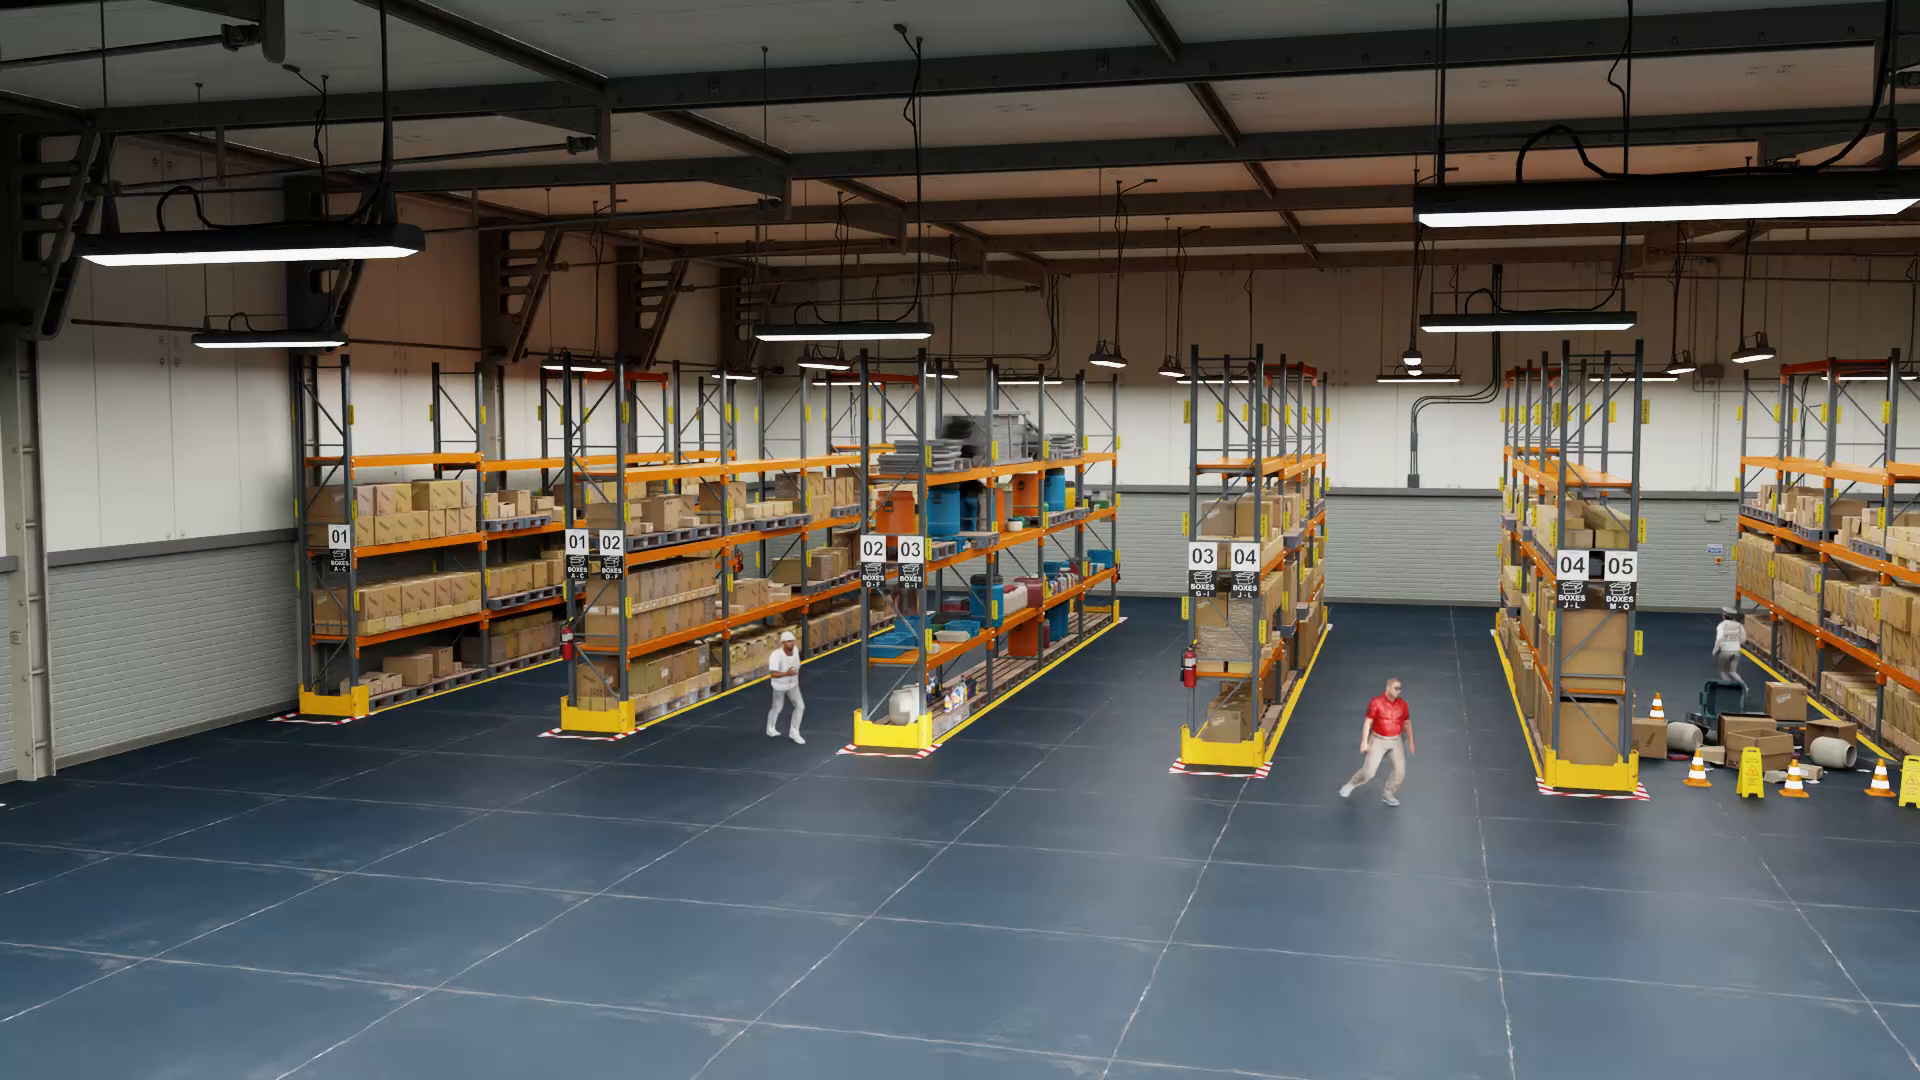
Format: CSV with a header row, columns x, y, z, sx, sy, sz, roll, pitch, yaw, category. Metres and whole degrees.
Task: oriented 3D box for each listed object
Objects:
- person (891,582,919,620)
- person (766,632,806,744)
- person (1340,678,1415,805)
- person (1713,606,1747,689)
x,y,z,sx,sy,sz,roll,pitch,yaw,category
-1.129,1.489,35.351,0.726,1.733,0.696,1,5,18,person
-2.663,2.227,25.281,0.643,1.713,0.979,-3,5,-33,person
5.393,2.568,21.430,0.859,1.648,0.651,-1,4,-12,person
13.592,2.003,29.281,0.608,1.641,0.717,0,4,-2,person
